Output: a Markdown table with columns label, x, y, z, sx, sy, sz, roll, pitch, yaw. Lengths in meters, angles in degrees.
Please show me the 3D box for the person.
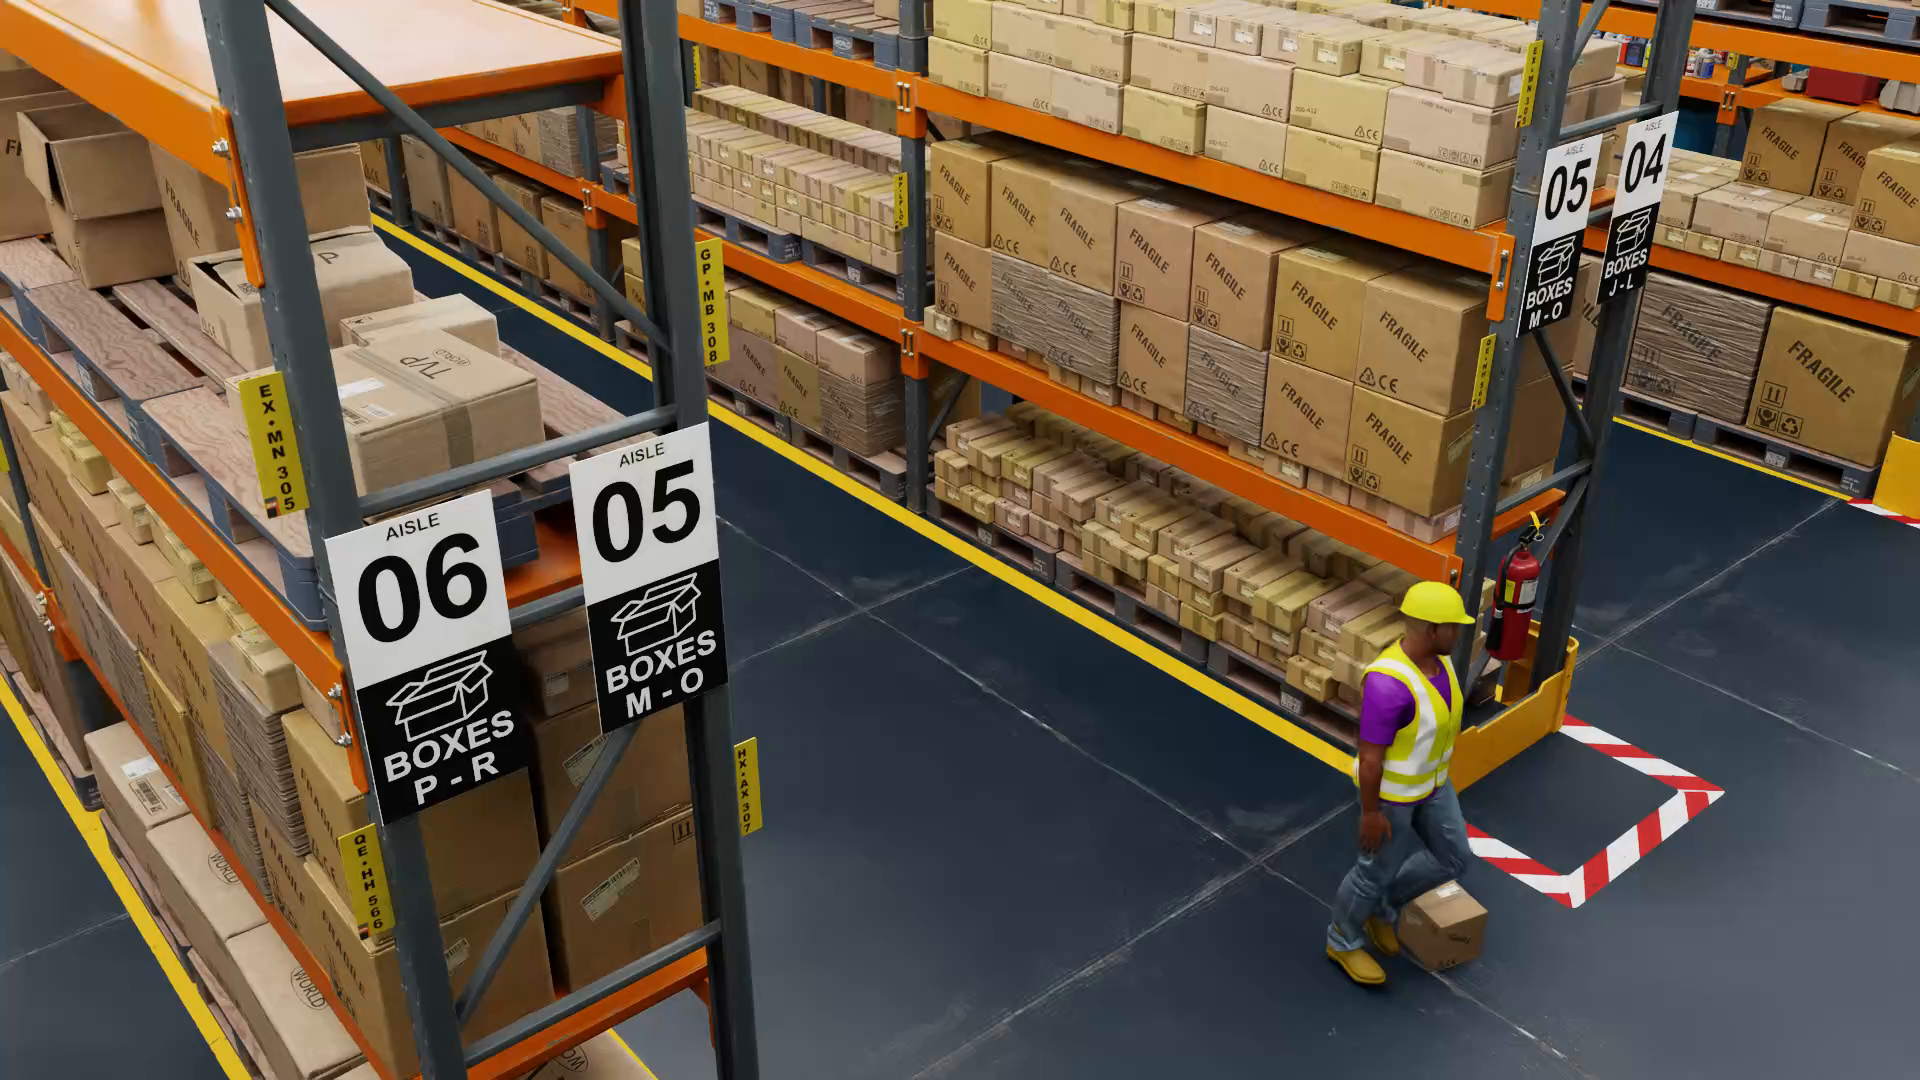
| label | x | y | z | sx | sy | sz | roll | pitch | yaw |
| --- | --- | --- | --- | --- | --- | --- | --- | --- | --- |
| person | 1.817 | 0.999 | 6.691 | 0.474 | 1.762 | 0.673 | 24 | 36 | 37 |
